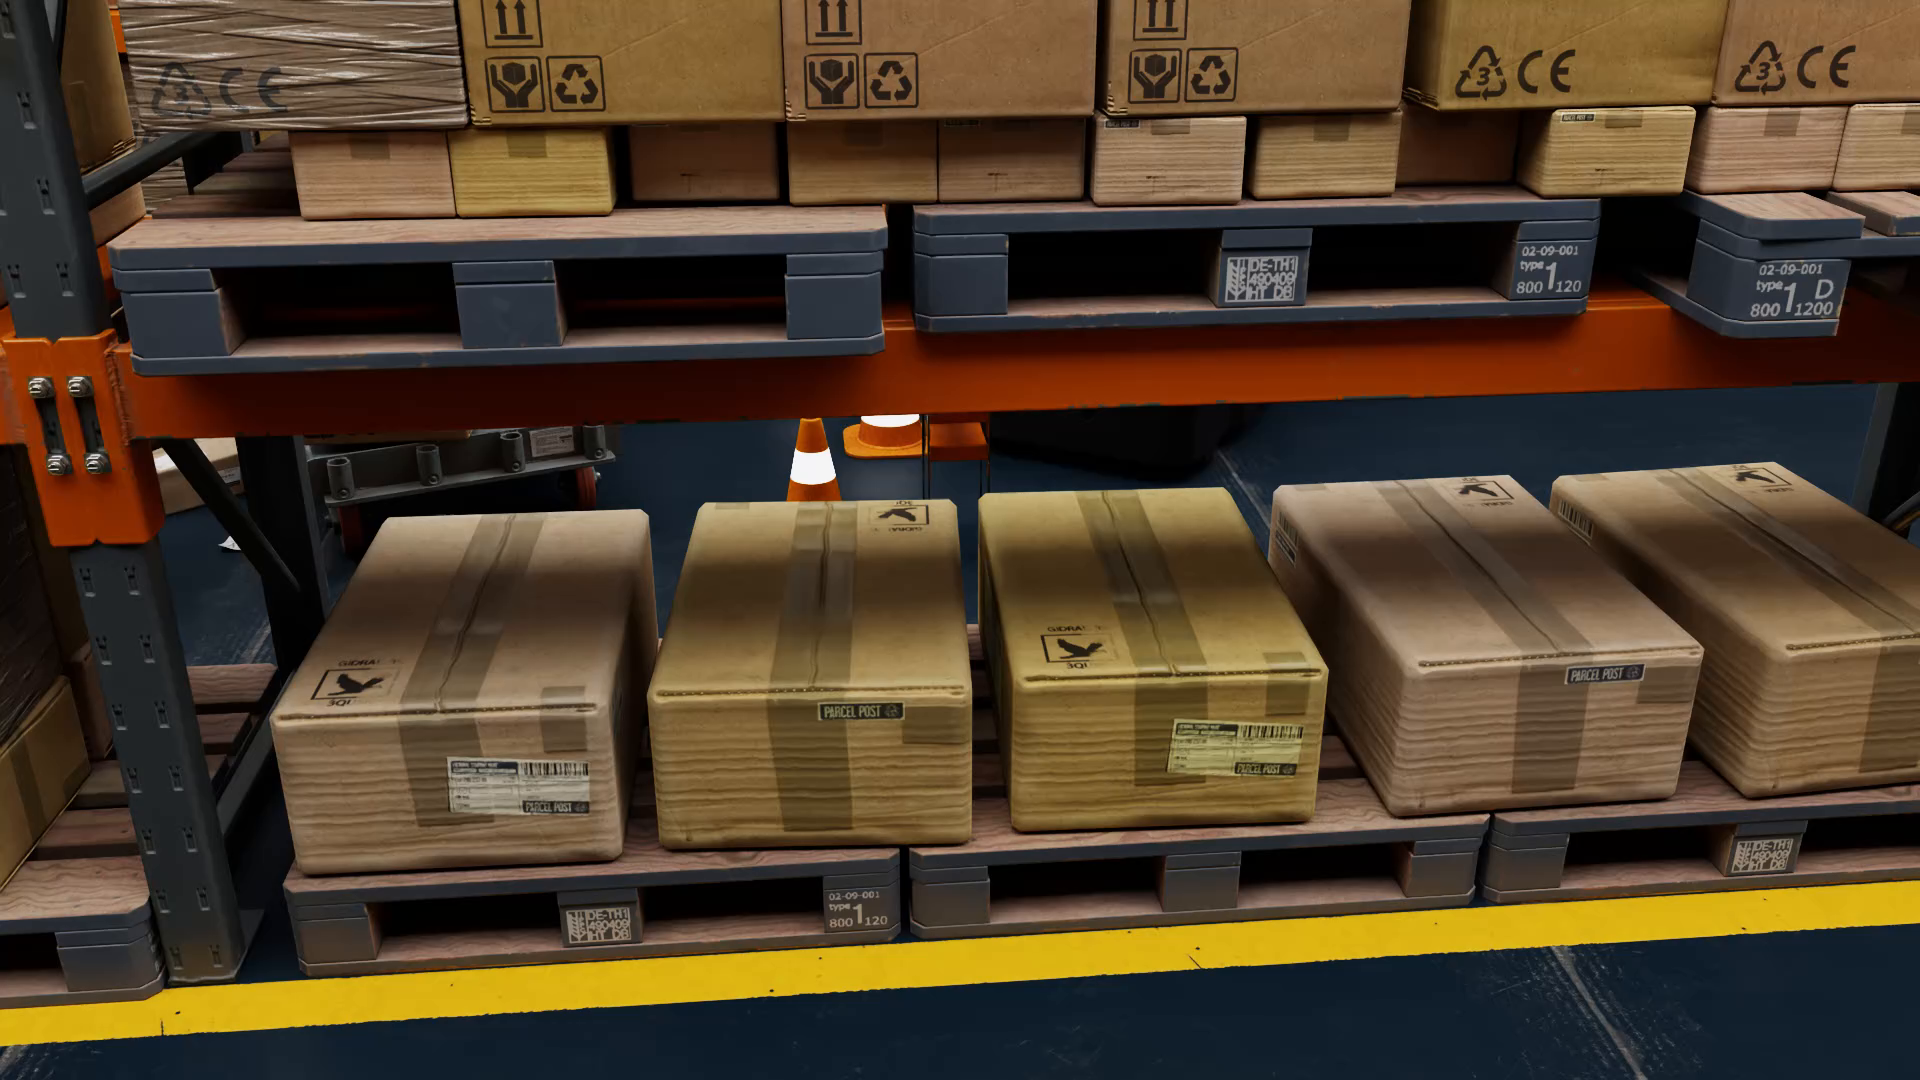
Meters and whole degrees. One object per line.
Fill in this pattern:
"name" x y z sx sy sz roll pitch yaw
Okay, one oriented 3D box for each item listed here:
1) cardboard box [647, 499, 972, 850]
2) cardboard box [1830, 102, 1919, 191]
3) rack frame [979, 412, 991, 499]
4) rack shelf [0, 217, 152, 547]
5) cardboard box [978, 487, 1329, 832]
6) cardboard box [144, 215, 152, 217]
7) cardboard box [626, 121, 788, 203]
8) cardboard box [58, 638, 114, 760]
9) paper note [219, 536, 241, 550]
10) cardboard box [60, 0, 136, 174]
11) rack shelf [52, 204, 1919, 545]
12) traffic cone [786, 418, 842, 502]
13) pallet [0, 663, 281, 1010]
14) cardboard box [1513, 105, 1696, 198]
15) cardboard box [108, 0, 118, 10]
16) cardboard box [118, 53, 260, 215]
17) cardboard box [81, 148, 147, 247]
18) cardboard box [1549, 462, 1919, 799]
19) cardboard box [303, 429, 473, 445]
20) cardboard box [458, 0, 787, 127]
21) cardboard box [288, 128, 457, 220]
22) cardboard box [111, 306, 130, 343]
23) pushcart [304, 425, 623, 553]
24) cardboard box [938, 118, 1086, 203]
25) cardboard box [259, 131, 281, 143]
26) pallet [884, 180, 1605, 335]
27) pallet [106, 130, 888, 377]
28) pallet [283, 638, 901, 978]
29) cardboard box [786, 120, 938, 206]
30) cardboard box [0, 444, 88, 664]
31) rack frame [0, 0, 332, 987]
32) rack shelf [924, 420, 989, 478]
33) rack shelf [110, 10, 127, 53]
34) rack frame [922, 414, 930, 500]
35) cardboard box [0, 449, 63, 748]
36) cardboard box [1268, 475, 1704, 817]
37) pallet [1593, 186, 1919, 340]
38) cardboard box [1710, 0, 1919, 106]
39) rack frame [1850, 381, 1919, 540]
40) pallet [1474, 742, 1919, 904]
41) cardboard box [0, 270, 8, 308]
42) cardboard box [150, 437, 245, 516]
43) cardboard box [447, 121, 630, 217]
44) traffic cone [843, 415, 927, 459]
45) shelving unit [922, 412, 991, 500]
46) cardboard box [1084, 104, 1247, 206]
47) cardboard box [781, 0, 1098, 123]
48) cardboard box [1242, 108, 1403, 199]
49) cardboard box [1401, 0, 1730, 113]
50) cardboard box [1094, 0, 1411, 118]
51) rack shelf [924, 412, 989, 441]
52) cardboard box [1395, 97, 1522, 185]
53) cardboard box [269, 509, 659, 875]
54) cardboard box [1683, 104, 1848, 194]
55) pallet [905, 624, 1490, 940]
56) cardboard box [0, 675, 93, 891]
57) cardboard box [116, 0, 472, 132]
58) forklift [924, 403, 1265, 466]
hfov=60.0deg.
"cardboard box" -0.305 0.261 3.687 0.625 0.372 0.950 -1 24 -2
"cardboard box" 1.630 -0.756 3.050 0.250 0.149 0.380 -2 24 -6
"rack frame" 0.077 -0.551 5.013 0.006 1.200 0.240 -2 24 -5
"rack shelf" -3.532 -0.287 3.088 4.000 0.370 1.077 -2 24 -5
"cardboard box" 0.387 0.233 3.751 0.625 0.372 0.950 -2 24 -3
"cardboard box" -3.573 -1.074 7.048 0.500 0.500 0.500 2 24 4
"cardboard box" -0.437 -0.716 2.959 0.250 0.149 0.380 -1 24 -2
"cardboard box" -2.155 0.284 3.787 0.500 0.250 0.500 -3 24 -8
"paper note" -2.237 -0.007 5.228 0.142 0.019 0.148 -2 24 -5
"cardboard box" -2.007 -0.972 3.255 0.500 0.500 0.500 -2 24 -5
"rack shelf" 0.449 -0.447 3.447 4.000 0.370 1.077 -2 24 -5
"traffic cone" -0.445 -0.152 5.021 0.334 0.463 0.336 -2 24 -5
"pallet" -2.207 0.620 3.595 1.213 0.211 1.003 -2 24 -5
"cardboard box" 1.106 -0.732 2.997 0.250 0.149 0.380 -2 24 -4
"cardboard box" -3.589 -2.736 7.528 0.550 0.550 0.875 -2 24 -5
"cardboard box" -3.658 -1.879 7.883 0.875 0.875 0.875 -2 24 -5
"cardboard box" -1.887 -0.698 3.436 0.250 0.149 0.380 -2 24 -5
"cardboard box" 1.876 0.172 3.888 0.625 0.372 0.950 -4 24 -9
"cardboard box" -1.747 -0.618 5.091 0.500 0.500 0.500 -2 24 -5
"cardboard box" -0.549 -0.992 2.782 0.500 0.500 0.500 -2 24 -5
"cardboard box" -0.961 -0.667 2.850 0.250 0.149 0.380 -2 24 -4
"cardboard box" -3.093 -0.591 5.793 0.503 0.637 0.797 -2 24 -5
"pushcart" -1.816 -0.417 5.723 0.936 0.377 1.648 -11 26 -23
"cardboard box" 0.070 -0.718 2.965 0.250 0.149 0.380 -2 24 -5
"cardboard box" -2.762 -1.916 7.967 0.875 0.875 0.875 -2 24 -4
"pallet" 0.473 -0.672 3.305 1.213 0.211 1.003 -2 24 -5
"pallet" -0.767 -0.580 3.097 1.213 0.211 1.003 -2 24 -5
"pallet" -0.767 0.547 3.759 1.213 0.211 1.003 -2 24 -5
"cardboard box" -0.177 -0.709 2.944 0.250 0.149 0.380 -2 24 -4
"cardboard box" -2.155 -0.059 3.635 0.500 0.500 0.500 -1 24 -3
"rack frame" -1.542 -0.695 3.122 0.127 3.000 1.000 -2 24 -5
"rack shelf" -0.014 -0.288 5.121 0.180 0.103 0.258 -2 24 -5
"rack shelf" -4.119 -2.284 7.580 4.000 0.370 1.077 -2 24 -5
"rack frame" -0.105 -0.544 4.997 0.006 1.200 0.240 -2 24 -5
"cardboard box" -2.104 0.159 3.145 0.500 0.500 0.500 -3 24 -6
"cardboard box" 1.142 0.205 3.814 0.625 0.372 0.950 -3 24 -6
"pallet" 1.740 -0.696 3.359 1.003 0.211 1.213 -2 24 -5
"cardboard box" 1.500 -1.073 2.965 0.500 0.500 0.500 -3 24 -6
"rack frame" 2.439 -0.855 3.481 0.127 3.000 1.000 -2 24 -5
"pallet" 1.661 0.450 3.978 1.213 0.211 1.003 -2 24 -5
"cardboard box" -1.832 -0.445 2.867 0.250 0.149 0.380 -3 24 -6
"cardboard box" -2.563 -0.281 5.555 0.258 0.266 0.396 22 32 40
"cardboard box" -0.711 -0.673 2.864 0.250 0.149 0.380 -2 24 -4
"traffic cone" -0.255 -0.567 5.957 0.334 0.463 0.336 -2 24 -5
"shelving unit" -0.014 -0.548 5.005 0.189 1.200 0.258 -2 24 -5
"cardboard box" 0.339 -0.708 2.941 0.250 0.149 0.380 -1 24 -3
"cardboard box" -0.055 -1.006 2.814 0.500 0.500 0.500 -2 24 -5
"cardboard box" 0.602 -0.730 2.992 0.250 0.149 0.380 -3 24 -7
"cardboard box" 0.998 -1.052 2.918 0.500 0.500 0.500 -4 24 -9
"cardboard box" 0.455 -1.031 2.870 0.500 0.500 0.500 -3 24 -7
"rack shelf" -0.014 -0.397 5.072 0.180 0.103 0.258 -2 24 -5
"cardboard box" 0.844 -0.773 3.089 0.250 0.149 0.380 -2 24 -5
"cardboard box" -1.020 0.291 3.619 0.625 0.372 0.950 -2 24 -4
"cardboard box" 1.379 -0.749 3.035 0.250 0.149 0.380 -3 24 -8
"pallet" 0.450 0.497 3.872 1.213 0.211 1.003 -2 24 -5
"cardboard box" -2.104 0.501 3.297 0.500 0.250 0.500 -1 24 -3
"cardboard box" -1.047 -0.972 2.737 0.500 0.500 0.500 -2 24 -4
"forklift" 0.958 -2.154 6.487 1.130 2.935 3.031 11 26 23
